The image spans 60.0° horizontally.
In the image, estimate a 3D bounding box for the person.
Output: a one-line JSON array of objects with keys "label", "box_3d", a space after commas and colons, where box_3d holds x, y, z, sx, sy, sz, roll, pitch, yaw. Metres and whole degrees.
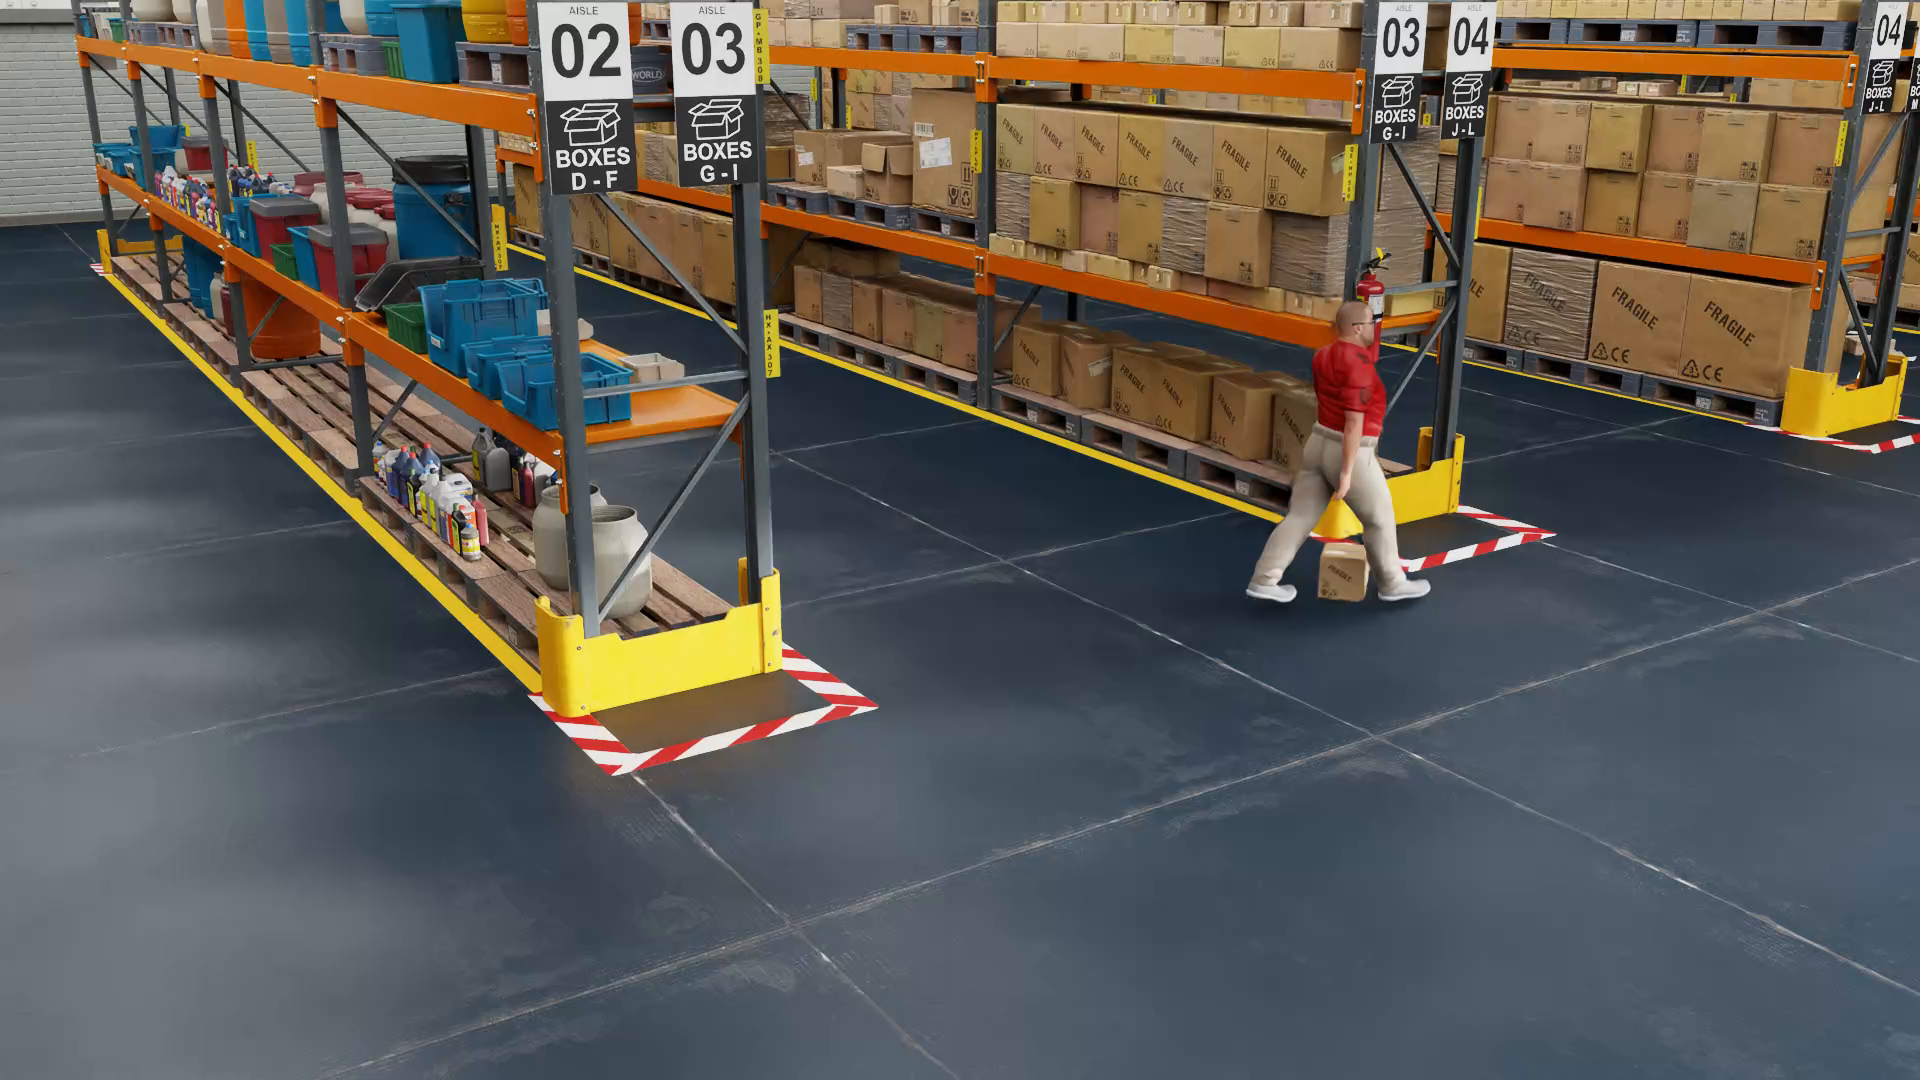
[{"label": "person", "box_3d": [2.088, -0.465, 8.994, 1.080, 1.664, 0.563, -8, 20, -24]}]
